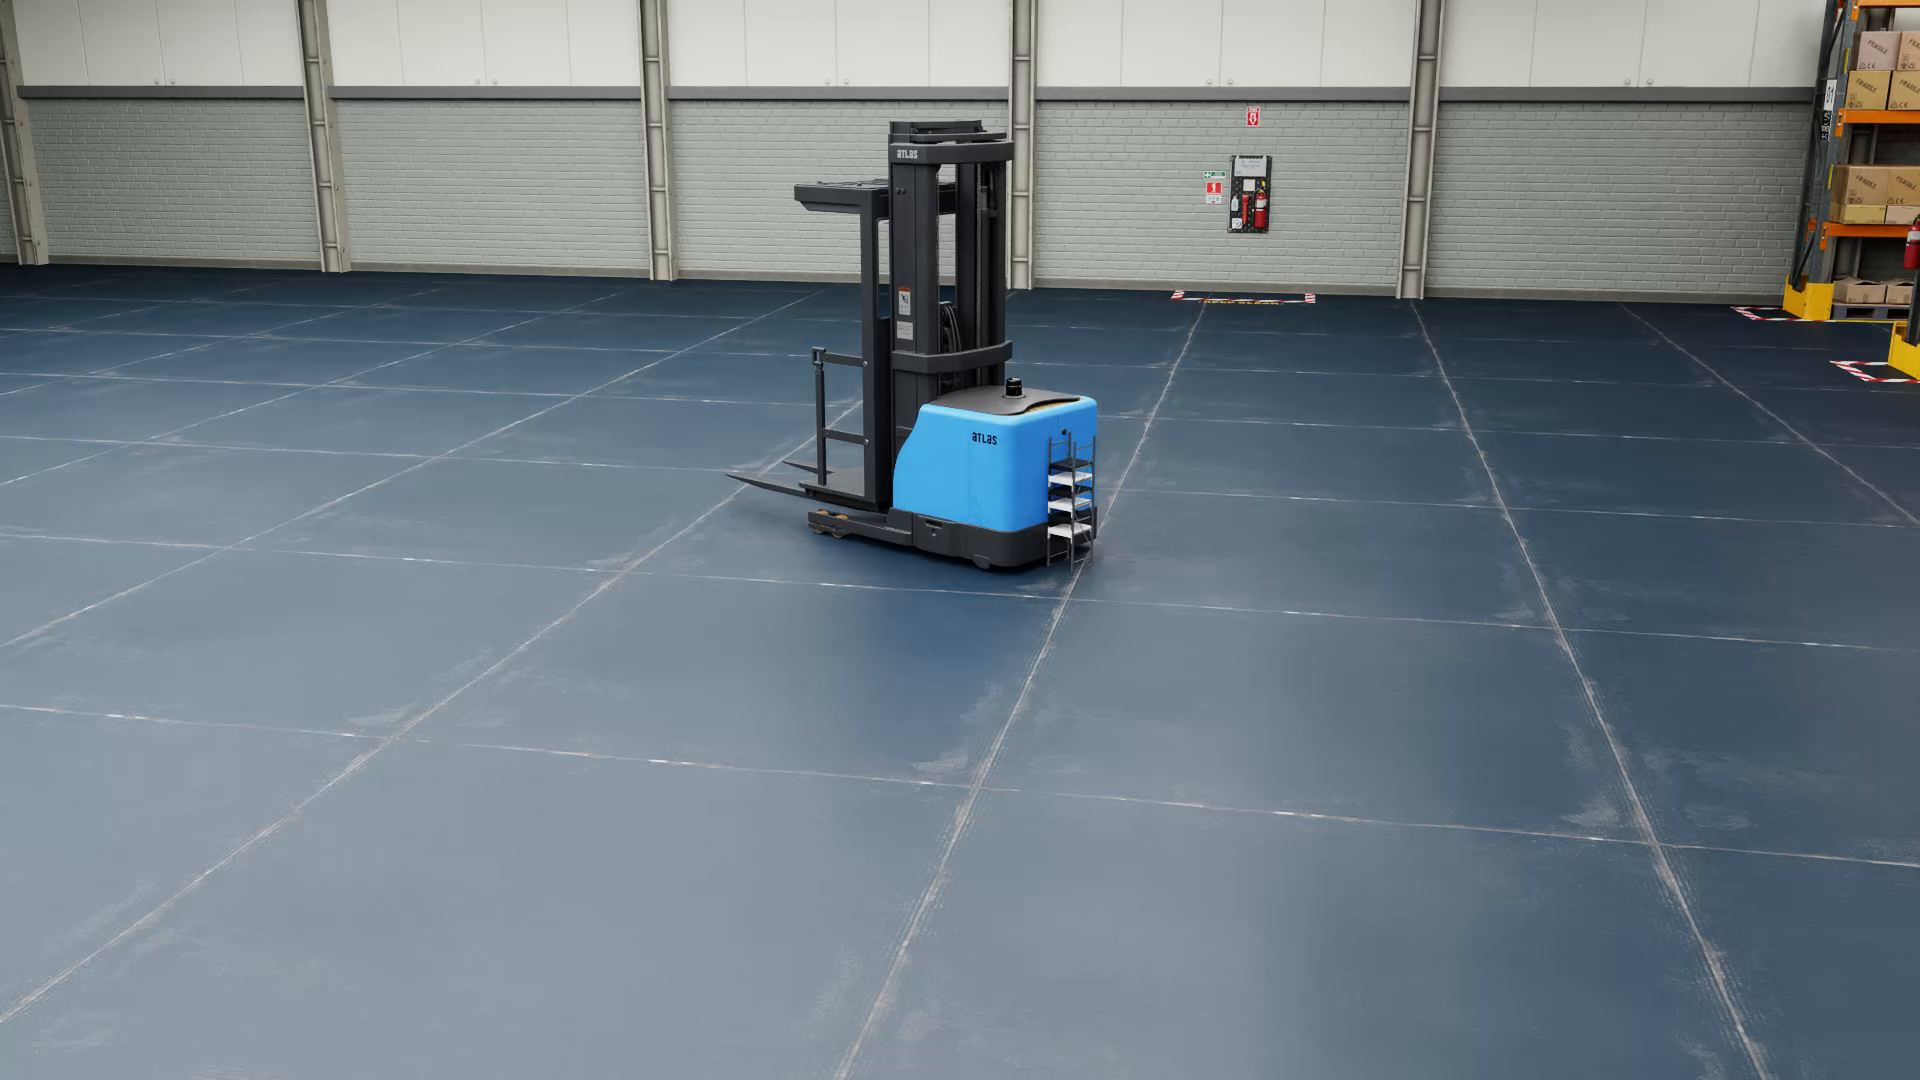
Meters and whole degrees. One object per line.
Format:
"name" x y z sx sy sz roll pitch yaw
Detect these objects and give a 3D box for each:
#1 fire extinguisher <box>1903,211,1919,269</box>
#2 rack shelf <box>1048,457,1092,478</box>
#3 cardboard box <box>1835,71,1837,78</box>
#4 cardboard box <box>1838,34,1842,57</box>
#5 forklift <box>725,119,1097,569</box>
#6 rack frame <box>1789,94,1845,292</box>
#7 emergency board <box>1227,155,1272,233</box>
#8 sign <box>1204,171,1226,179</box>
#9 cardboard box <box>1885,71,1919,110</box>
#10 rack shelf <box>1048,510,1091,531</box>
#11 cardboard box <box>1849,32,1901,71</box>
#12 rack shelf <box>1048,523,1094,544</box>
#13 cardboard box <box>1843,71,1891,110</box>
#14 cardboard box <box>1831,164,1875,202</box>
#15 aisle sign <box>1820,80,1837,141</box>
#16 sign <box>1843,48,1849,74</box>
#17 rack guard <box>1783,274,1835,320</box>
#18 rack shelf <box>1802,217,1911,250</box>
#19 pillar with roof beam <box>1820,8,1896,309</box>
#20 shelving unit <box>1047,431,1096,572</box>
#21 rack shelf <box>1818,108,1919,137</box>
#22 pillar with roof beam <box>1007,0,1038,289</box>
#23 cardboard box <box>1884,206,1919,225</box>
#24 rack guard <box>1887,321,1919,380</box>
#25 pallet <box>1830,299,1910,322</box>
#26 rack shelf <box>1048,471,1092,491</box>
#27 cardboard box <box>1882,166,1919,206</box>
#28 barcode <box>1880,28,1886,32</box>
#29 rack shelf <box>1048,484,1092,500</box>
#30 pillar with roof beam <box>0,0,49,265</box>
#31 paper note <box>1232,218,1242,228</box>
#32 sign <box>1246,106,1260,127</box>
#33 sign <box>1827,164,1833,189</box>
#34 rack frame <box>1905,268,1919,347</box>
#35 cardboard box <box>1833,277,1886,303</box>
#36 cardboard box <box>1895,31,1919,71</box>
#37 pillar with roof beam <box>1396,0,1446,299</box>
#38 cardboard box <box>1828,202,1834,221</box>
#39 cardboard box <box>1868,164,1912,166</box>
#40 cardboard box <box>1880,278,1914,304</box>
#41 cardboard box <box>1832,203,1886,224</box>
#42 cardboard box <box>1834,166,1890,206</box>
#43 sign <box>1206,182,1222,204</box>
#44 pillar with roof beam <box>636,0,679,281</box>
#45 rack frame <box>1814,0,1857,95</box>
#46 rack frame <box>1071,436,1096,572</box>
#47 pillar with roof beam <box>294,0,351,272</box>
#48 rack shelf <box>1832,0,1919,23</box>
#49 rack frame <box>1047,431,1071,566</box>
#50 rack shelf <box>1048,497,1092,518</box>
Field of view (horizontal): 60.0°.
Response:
"fire extinguisher" 10.865 -3.430 18.900 0.183 0.674 0.296 3 16 11
"rack shelf" 0.751 -0.489 11.183 0.200 0.077 0.258 13 20 39
"cardboard box" 12.331 -6.183 22.850 0.500 0.500 0.500 4 16 15
"cardboard box" 12.346 -6.666 22.721 0.500 0.500 0.500 4 16 14
"forklift" -0.479 -1.522 11.996 3.031 2.935 1.130 13 20 39
"rack frame" 11.872 -4.635 23.107 0.127 3.000 1.000 3 16 11
"emergency board" 4.436 -5.285 25.452 0.643 1.169 0.194 3 16 11
"sign" 3.918 -5.611 25.571 0.331 0.109 0.001 3 16 11
"cardboard box" 12.669 -6.018 22.254 0.500 0.500 0.500 4 16 15
"rack shelf" 0.751 -0.142 11.280 0.200 0.077 0.258 13 20 39
"cardboard box" 12.201 -6.537 22.254 0.500 0.500 0.500 2 16 7
"rack shelf" 0.751 -0.055 11.304 0.200 0.077 0.258 13 20 39
"cardboard box" 12.149 -6.056 22.390 0.500 0.500 0.500 4 16 13
"cardboard box" 12.376 -4.965 23.135 0.500 0.500 0.500 3 16 10
"aisle sign" 11.741 -5.814 22.491 0.004 0.787 0.394 3 16 11
"sign" 11.764 -6.360 22.078 0.005 0.325 0.100 3 16 11
"rack guard" 11.946 -3.427 23.426 0.348 0.500 1.175 3 16 11
"rack shelf" 13.831 -4.182 22.819 4.000 0.370 1.077 3 16 11
"pillar with roof beam" 11.872 -6.589 18.923 0.400 9.000 9.100 3 16 11
"shelving unit" 0.751 -0.260 11.247 0.210 0.900 0.258 13 20 39
"rack shelf" 13.831 -5.628 22.419 4.000 0.370 1.077 3 16 11
"pillar with roof beam" 0.113 -7.228 21.228 0.400 9.000 9.100 3 16 11
"cardboard box" 12.798 -4.440 22.645 0.500 0.250 0.500 3 16 9
"rack guard" 10.864 -2.136 18.766 0.348 0.500 1.175 3 16 11
"pallet" 12.735 -3.235 23.275 1.213 0.211 1.003 3 16 11
"rack shelf" 0.751 -0.402 11.207 0.200 0.077 0.258 13 20 39
"cardboard box" 12.762 -4.801 22.545 0.500 0.500 0.500 3 16 11
"barcode" 12.667 -6.993 22.816 0.075 0.075 0.001 3 16 11
"rack shelf" 0.751 -0.315 11.232 0.200 0.077 0.258 13 20 39
"pillar with roof beam" -17.526 -8.185 24.684 0.400 9.000 9.100 3 16 11
"paper note" 4.276 -4.888 25.669 0.142 0.148 0.016 3 16 11
"sign" 4.448 -6.429 25.239 0.199 0.298 0.001 3 16 11
"sign" 11.764 -4.911 22.479 0.005 0.325 0.100 3 16 11
"rack frame" 10.888 -3.339 18.428 0.127 3.000 1.000 3 16 11
"cardboard box" 12.532 -3.491 23.189 0.500 0.311 0.500 1 16 5
"cardboard box" 12.682 -6.497 22.110 0.500 0.500 0.500 3 16 10
"pillar with roof beam" 5.992 -6.909 20.075 0.400 9.000 9.100 3 16 11
"cardboard box" 12.368 -4.599 23.218 0.500 0.250 0.500 3 16 12
"cardboard box" 12.867 -4.935 23.029 0.500 0.500 0.500 3 16 12
"cardboard box" 13.090 -3.461 23.080 0.500 0.311 0.500 4 16 16
"cardboard box" 12.286 -4.464 22.731 0.500 0.250 0.500 3 16 9
"cardboard box" 12.279 -4.830 22.649 0.500 0.500 0.500 3 16 11
"sign" 3.915 -5.359 25.651 0.234 0.329 0.001 3 16 11
"pillar with roof beam" -5.767 -7.547 22.380 0.400 9.000 9.100 3 16 11
"rack frame" 11.872 -7.527 22.306 0.127 3.000 1.000 3 16 11
"rack frame" 0.829 -0.243 11.183 0.006 0.900 0.240 13 20 39
"pillar with roof beam" -11.647 -7.866 23.532 0.400 9.000 9.100 3 16 11
"rack shelf" 13.831 -7.072 22.019 4.000 0.370 1.077 3 16 11
"rack frame" 0.674 -0.278 11.310 0.006 0.900 0.240 13 20 39
"rack shelf" 0.751 -0.228 11.256 0.200 0.077 0.258 13 20 39
